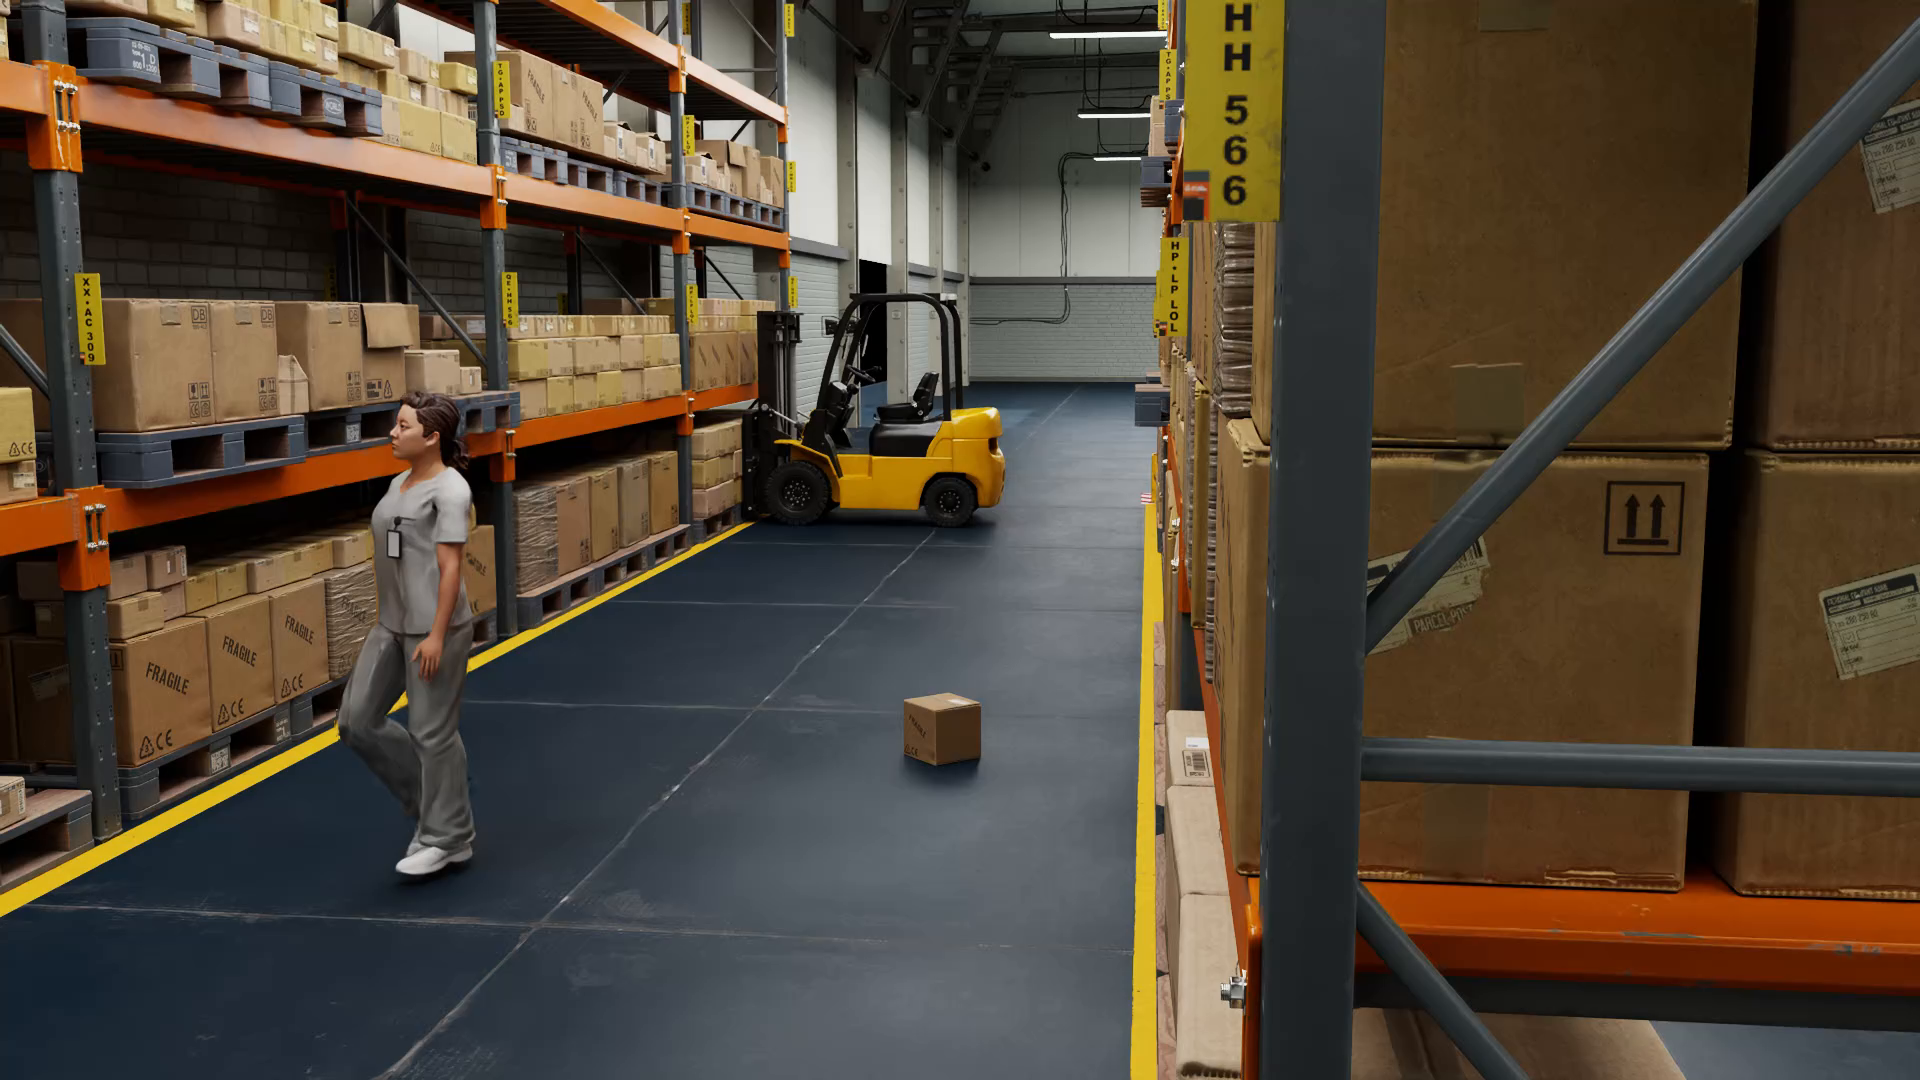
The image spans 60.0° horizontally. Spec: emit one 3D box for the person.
[{"bbox_3d":[-1.873,0.326,5.736,0.444,1.677,0.447,6,10,39],"label":"person"}]
